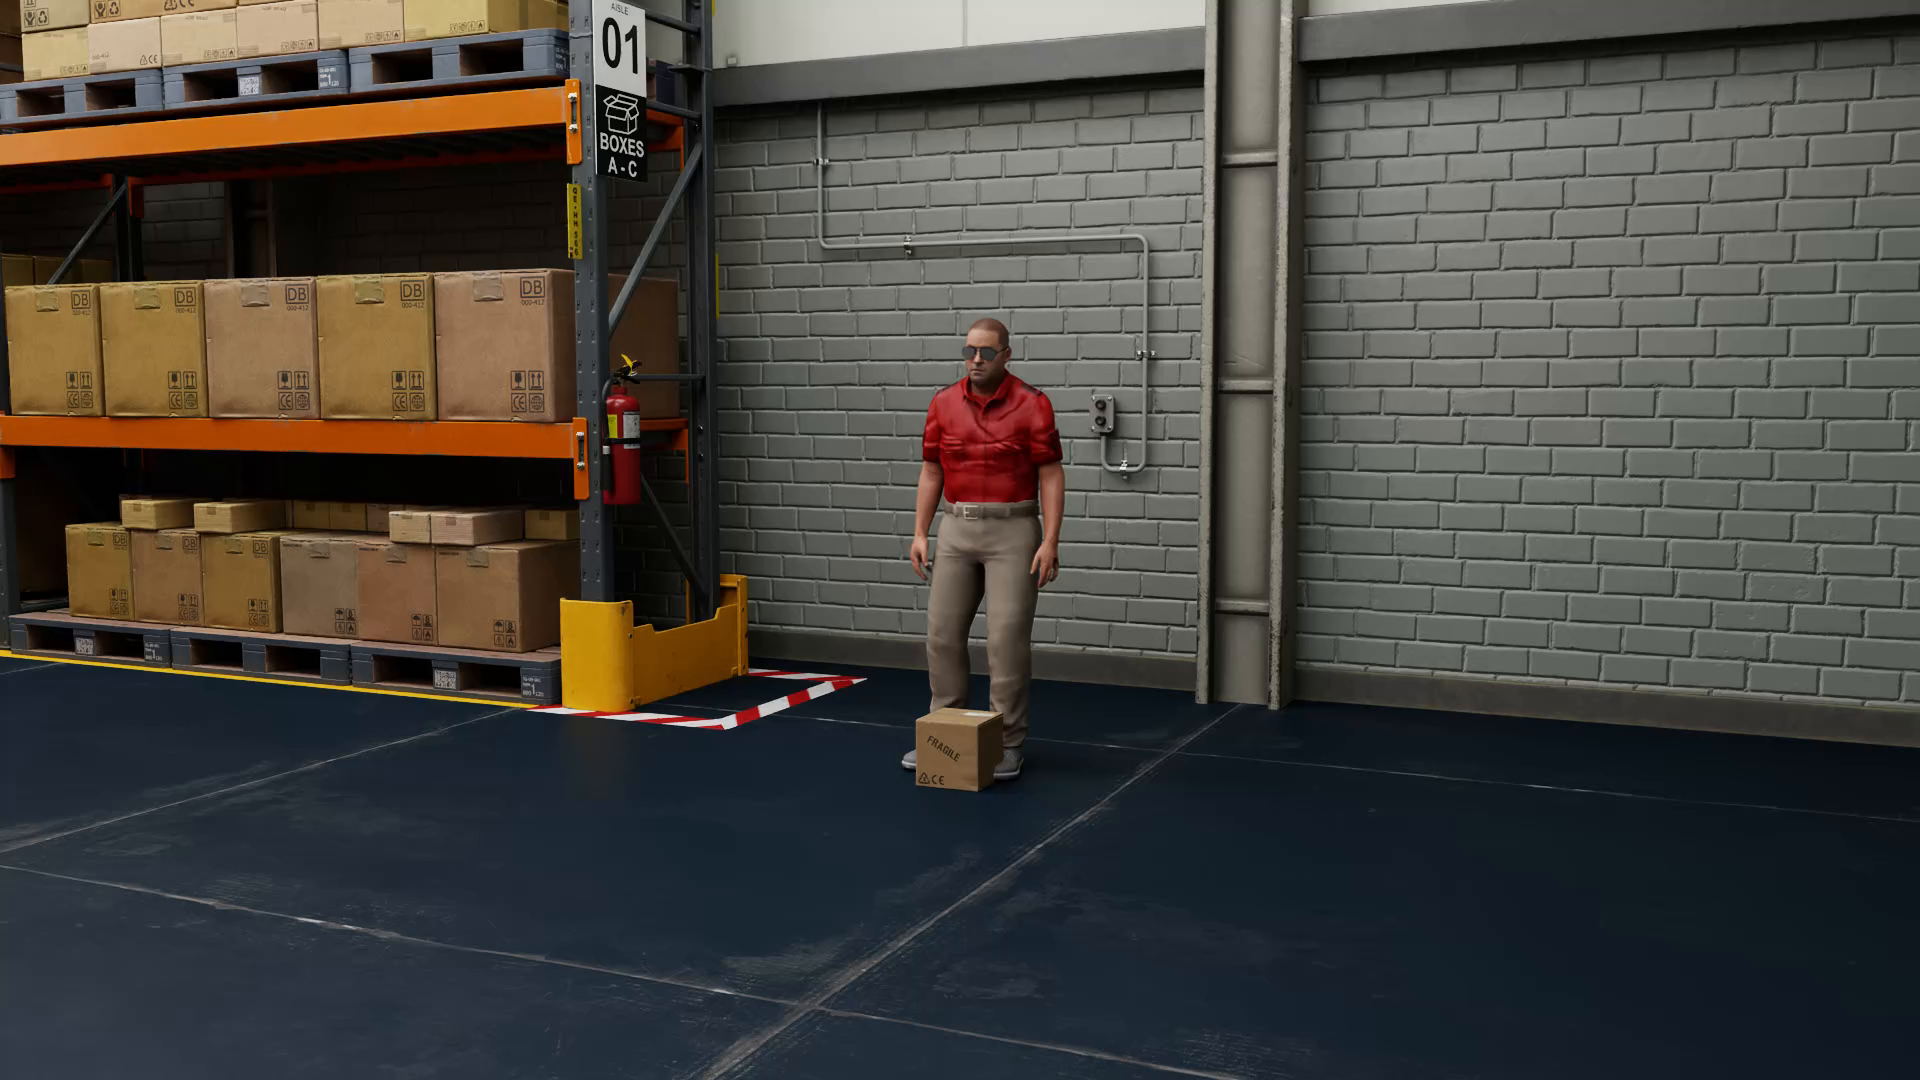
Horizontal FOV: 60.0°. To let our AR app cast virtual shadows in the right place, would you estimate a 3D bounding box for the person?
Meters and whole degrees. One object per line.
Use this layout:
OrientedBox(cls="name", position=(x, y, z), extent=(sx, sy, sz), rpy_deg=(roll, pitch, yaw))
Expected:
OrientedBox(cls="person", position=(0.094, 0.024, 6.354), extent=(0.602, 1.727, 0.427), rpy_deg=(2, 6, 21))
